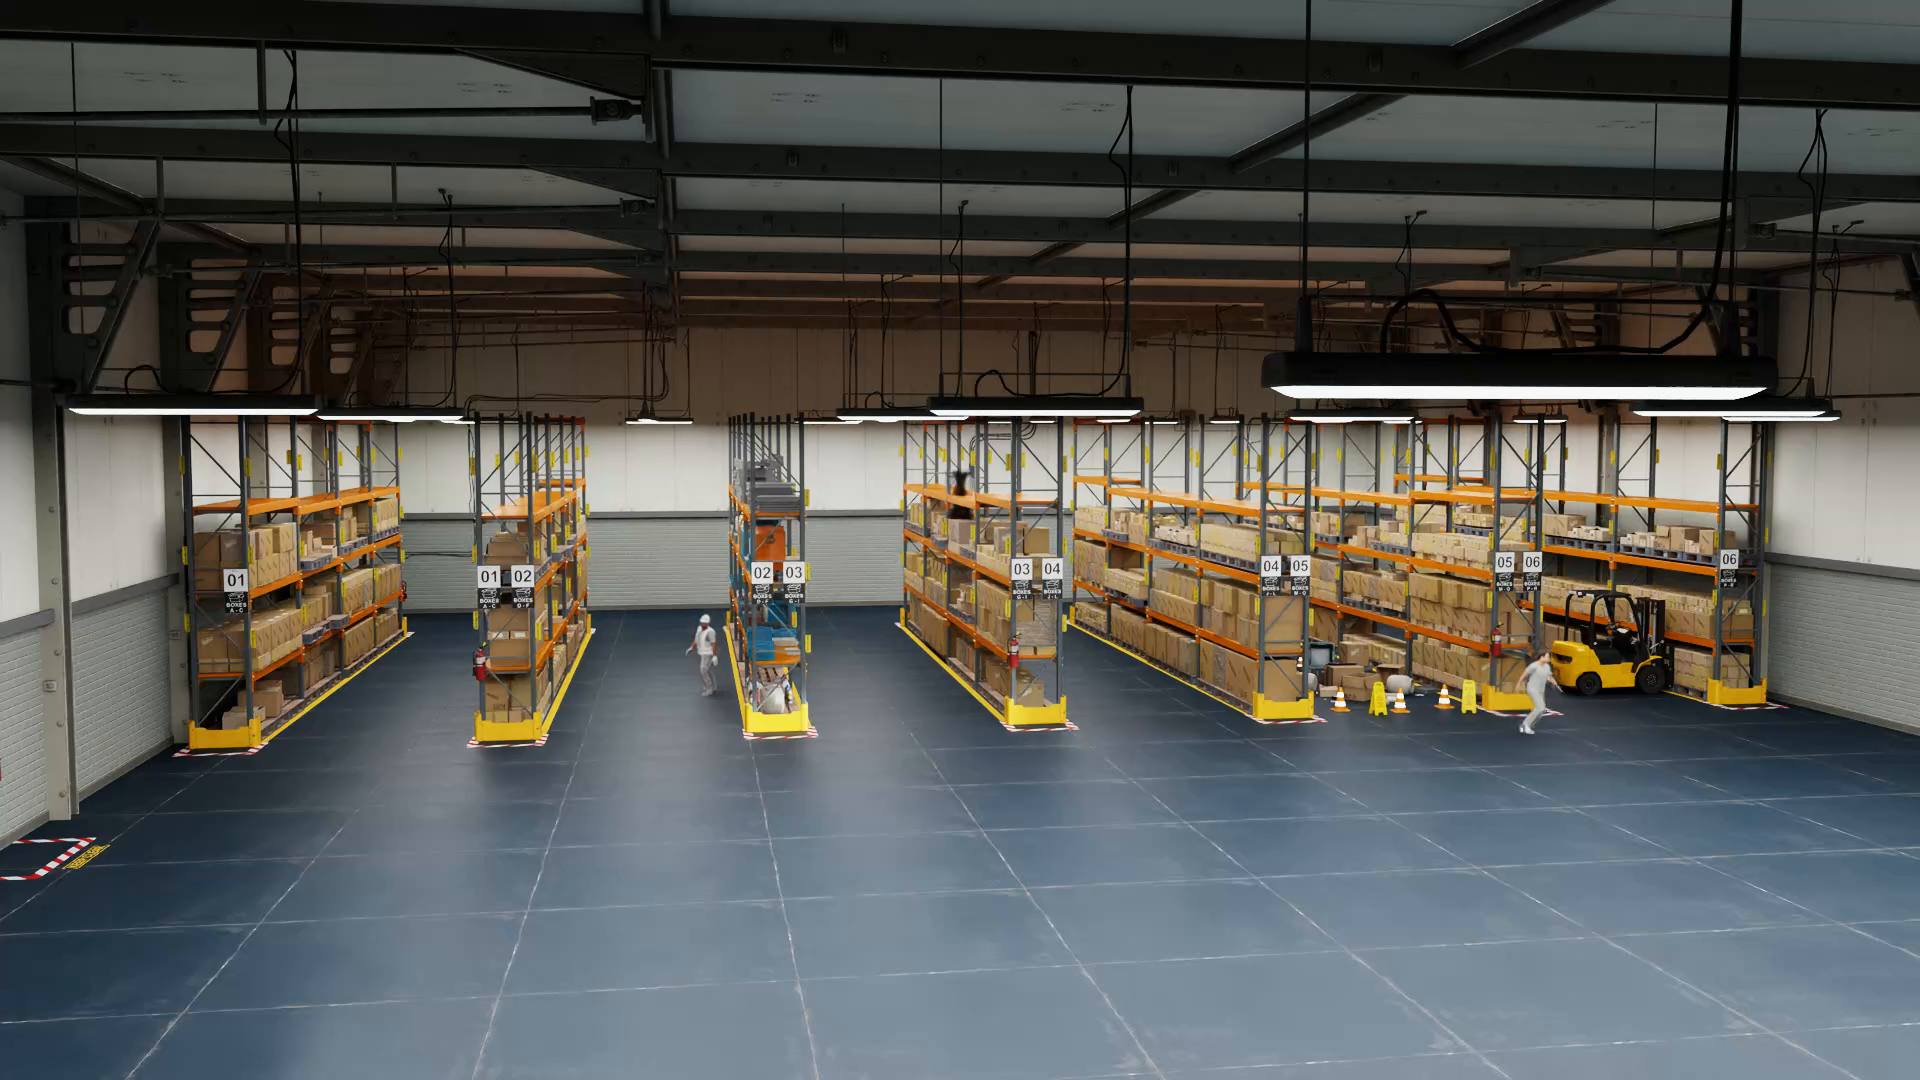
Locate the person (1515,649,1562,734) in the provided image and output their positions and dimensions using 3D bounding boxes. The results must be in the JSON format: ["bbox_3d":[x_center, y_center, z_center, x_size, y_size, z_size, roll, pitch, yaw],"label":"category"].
[{"bbox_3d":[10.719,2.810,30.746,0.559,1.612,0.743,-3,5,-33],"label":"person"}]

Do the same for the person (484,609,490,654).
[{"bbox_3d":[-11.768,2.086,41.962,0.458,1.606,0.788,-1,4,-15],"label":"person"}]

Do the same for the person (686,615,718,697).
[{"bbox_3d":[-5.474,2.442,35.578,0.762,1.718,0.858,-2,5,-32],"label":"person"}]
